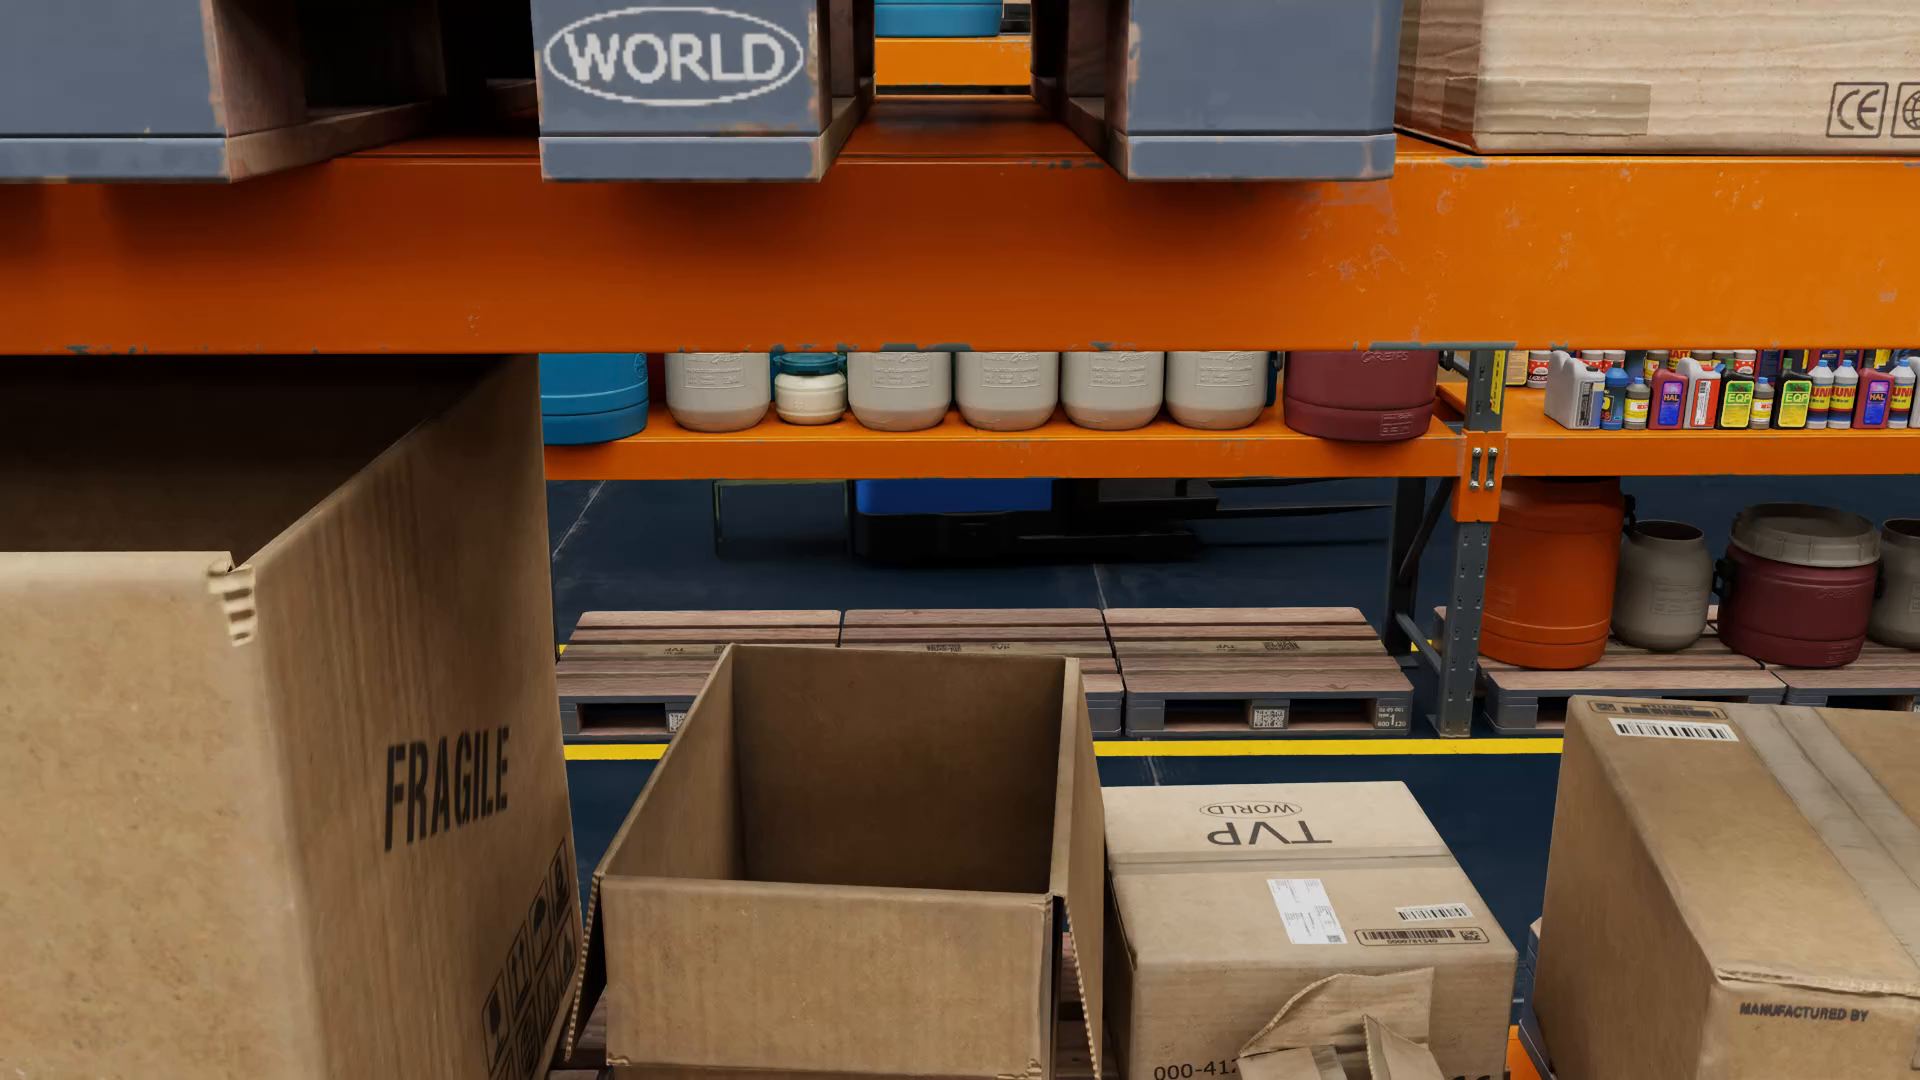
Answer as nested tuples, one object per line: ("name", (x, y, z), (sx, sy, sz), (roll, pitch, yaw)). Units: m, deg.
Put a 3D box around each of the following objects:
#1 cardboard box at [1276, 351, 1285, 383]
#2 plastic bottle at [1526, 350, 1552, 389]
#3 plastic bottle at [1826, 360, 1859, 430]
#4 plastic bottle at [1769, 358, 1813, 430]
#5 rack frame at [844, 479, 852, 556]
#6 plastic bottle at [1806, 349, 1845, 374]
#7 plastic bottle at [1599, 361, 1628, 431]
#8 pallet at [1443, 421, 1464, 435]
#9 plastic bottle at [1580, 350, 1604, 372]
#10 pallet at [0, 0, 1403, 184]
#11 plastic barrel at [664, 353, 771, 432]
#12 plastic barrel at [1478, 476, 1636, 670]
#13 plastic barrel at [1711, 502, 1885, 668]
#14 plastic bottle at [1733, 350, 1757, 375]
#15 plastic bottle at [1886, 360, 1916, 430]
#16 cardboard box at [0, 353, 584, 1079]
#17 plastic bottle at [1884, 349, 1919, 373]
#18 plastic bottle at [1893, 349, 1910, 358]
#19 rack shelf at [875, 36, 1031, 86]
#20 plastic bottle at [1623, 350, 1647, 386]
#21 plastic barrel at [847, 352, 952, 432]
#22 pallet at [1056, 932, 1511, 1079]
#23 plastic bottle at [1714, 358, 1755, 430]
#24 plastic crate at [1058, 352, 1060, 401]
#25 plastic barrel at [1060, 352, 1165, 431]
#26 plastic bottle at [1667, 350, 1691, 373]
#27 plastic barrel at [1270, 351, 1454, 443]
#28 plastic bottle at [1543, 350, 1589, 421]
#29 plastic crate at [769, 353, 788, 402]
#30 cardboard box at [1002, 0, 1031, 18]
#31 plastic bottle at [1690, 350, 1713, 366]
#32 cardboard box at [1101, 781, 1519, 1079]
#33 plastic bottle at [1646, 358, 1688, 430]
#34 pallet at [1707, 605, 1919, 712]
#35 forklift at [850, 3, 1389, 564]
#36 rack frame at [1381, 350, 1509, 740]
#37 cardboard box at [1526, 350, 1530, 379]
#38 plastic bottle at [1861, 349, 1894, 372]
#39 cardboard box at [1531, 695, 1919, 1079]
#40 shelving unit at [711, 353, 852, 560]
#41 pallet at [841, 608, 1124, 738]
("cardboard box", (2.447, -1.194, 11.732), (0.500, 0.500, 0.500), (0, 18, 1))
("plastic bottle", (2.575, -0.780, 7.394), (0.097, 0.201, 0.097), (0, 18, 0))
("plastic bottle", (3.540, -0.586, 6.675), (0.097, 0.271, 0.097), (0, 18, 0))
("plastic bottle", (3.328, -0.585, 6.652), (0.133, 0.283, 0.061), (0, 18, -1))
("rack frame", (-0.634, -0.685, 9.228), (0.023, 1.500, 0.400), (-2, 18, -6))
("plastic bottle", (3.790, -0.786, 7.280), (0.133, 0.283, 0.061), (0, 18, -1))
("plastic bottle", (2.616, -0.582, 6.661), (0.097, 0.271, 0.097), (0, 18, 0))
("pallet", (3.952, -0.929, 12.100), (1.213, 0.211, 1.003), (0, 18, -1))
("plastic bottle", (2.806, -0.781, 7.397), (0.097, 0.201, 0.097), (0, 18, 0))
("pallet", (-0.203, -0.531, 1.688), (1.003, 0.211, 1.213), (0, 18, -1))
("plastic barrel", (-0.977, -0.730, 6.691), (0.433, 0.535, 0.433), (0, 18, 0))
("plastic barrel", (2.551, 0.078, 7.258), (0.708, 0.830, 0.600), (0, 18, -1))
("plastic barrel", (3.680, 0.188, 7.311), (0.708, 0.588, 0.600), (0, 18, -1))
("plastic bottle", (3.488, -0.784, 7.407), (0.097, 0.201, 0.097), (0, 18, 0))
("plastic bottle", (3.771, -0.587, 6.678), (0.097, 0.271, 0.097), (0, 18, 0))
("cardboard box", (-1.063, 0.338, 1.914), (1.000, 1.000, 1.000), (0, 18, 0))
("plastic bottle", (3.909, -0.679, 6.835), (0.185, 0.351, 0.144), (0, 18, -1))
("plastic bottle", (4.126, -0.777, 7.269), (0.097, 0.271, 0.097), (0, 18, 0))
("rack shelf", (0.062, -1.824, 6.588), (4.000, 0.370, 1.077), (0, 18, -1))
("plastic bottle", (3.001, -0.815, 7.389), (0.097, 0.271, 0.097), (0, 18, 0))
("plastic barrel", (-0.244, -0.734, 6.702), (0.433, 0.535, 0.433), (0, 18, 0))
("pallet", (0.162, 0.879, 2.212), (1.213, 0.211, 1.003), (0, 18, -1))
("plastic bottle", (3.097, -0.584, 6.649), (0.133, 0.283, 0.061), (0, 18, -1))
("plastic crate", (0.442, -0.864, 7.224), (0.583, 0.464, 0.402), (0, 18, -1))
("plastic barrel", (0.616, -0.728, 6.725), (0.421, 0.512, 0.421), (0, 18, 0))
("plastic bottle", (3.196, -0.816, 7.392), (0.097, 0.271, 0.097), (0, 18, 0))
("plastic barrel", (1.603, -0.717, 6.651), (0.708, 0.536, 0.600), (0, 18, -1))
("plastic bottle", (2.497, -0.638, 6.829), (0.135, 0.276, 0.152), (0, 18, -1))
("plastic crate", (-0.839, -0.821, 7.222), (0.575, 0.384, 0.392), (0, 18, -1))
("cardboard box", (0.608, -5.282, 15.991), (0.637, 0.503, 0.797), (2, 18, 7))
("plastic bottle", (3.293, -0.783, 7.404), (0.097, 0.201, 0.097), (0, 18, 0))
("cardboard box", (0.461, 0.575, 2.404), (0.500, 0.250, 0.500), (-1, 18, -2))
("plastic bottle", (2.829, -0.583, 6.645), (0.133, 0.283, 0.061), (0, 18, -1))
("pallet", (4.067, 0.559, 7.460), (1.213, 0.211, 1.003), (0, 18, -1))
("forklift", (0.897, -1.435, 9.223), (3.031, 2.935, 1.130), (-2, 18, -6))
("rack frame", (2.062, -0.747, 6.967), (0.127, 3.000, 1.000), (0, 18, -1))
("cardboard box", (3.994, -1.204, 11.761), (0.500, 0.500, 0.500), (-1, 18, -3))
("plastic bottle", (4.081, -0.851, 7.371), (0.185, 0.351, 0.144), (0, 18, -1))
("cardboard box", (1.044, 0.566, 2.022), (0.500, 0.500, 0.700), (2, 18, 7))
("shelving unit", (-0.999, -0.674, 9.192), (0.755, 1.500, 0.431), (-2, 18, -6))
("pallet", (0.070, 0.577, 7.402), (1.213, 0.211, 1.003), (0, 18, -1))
